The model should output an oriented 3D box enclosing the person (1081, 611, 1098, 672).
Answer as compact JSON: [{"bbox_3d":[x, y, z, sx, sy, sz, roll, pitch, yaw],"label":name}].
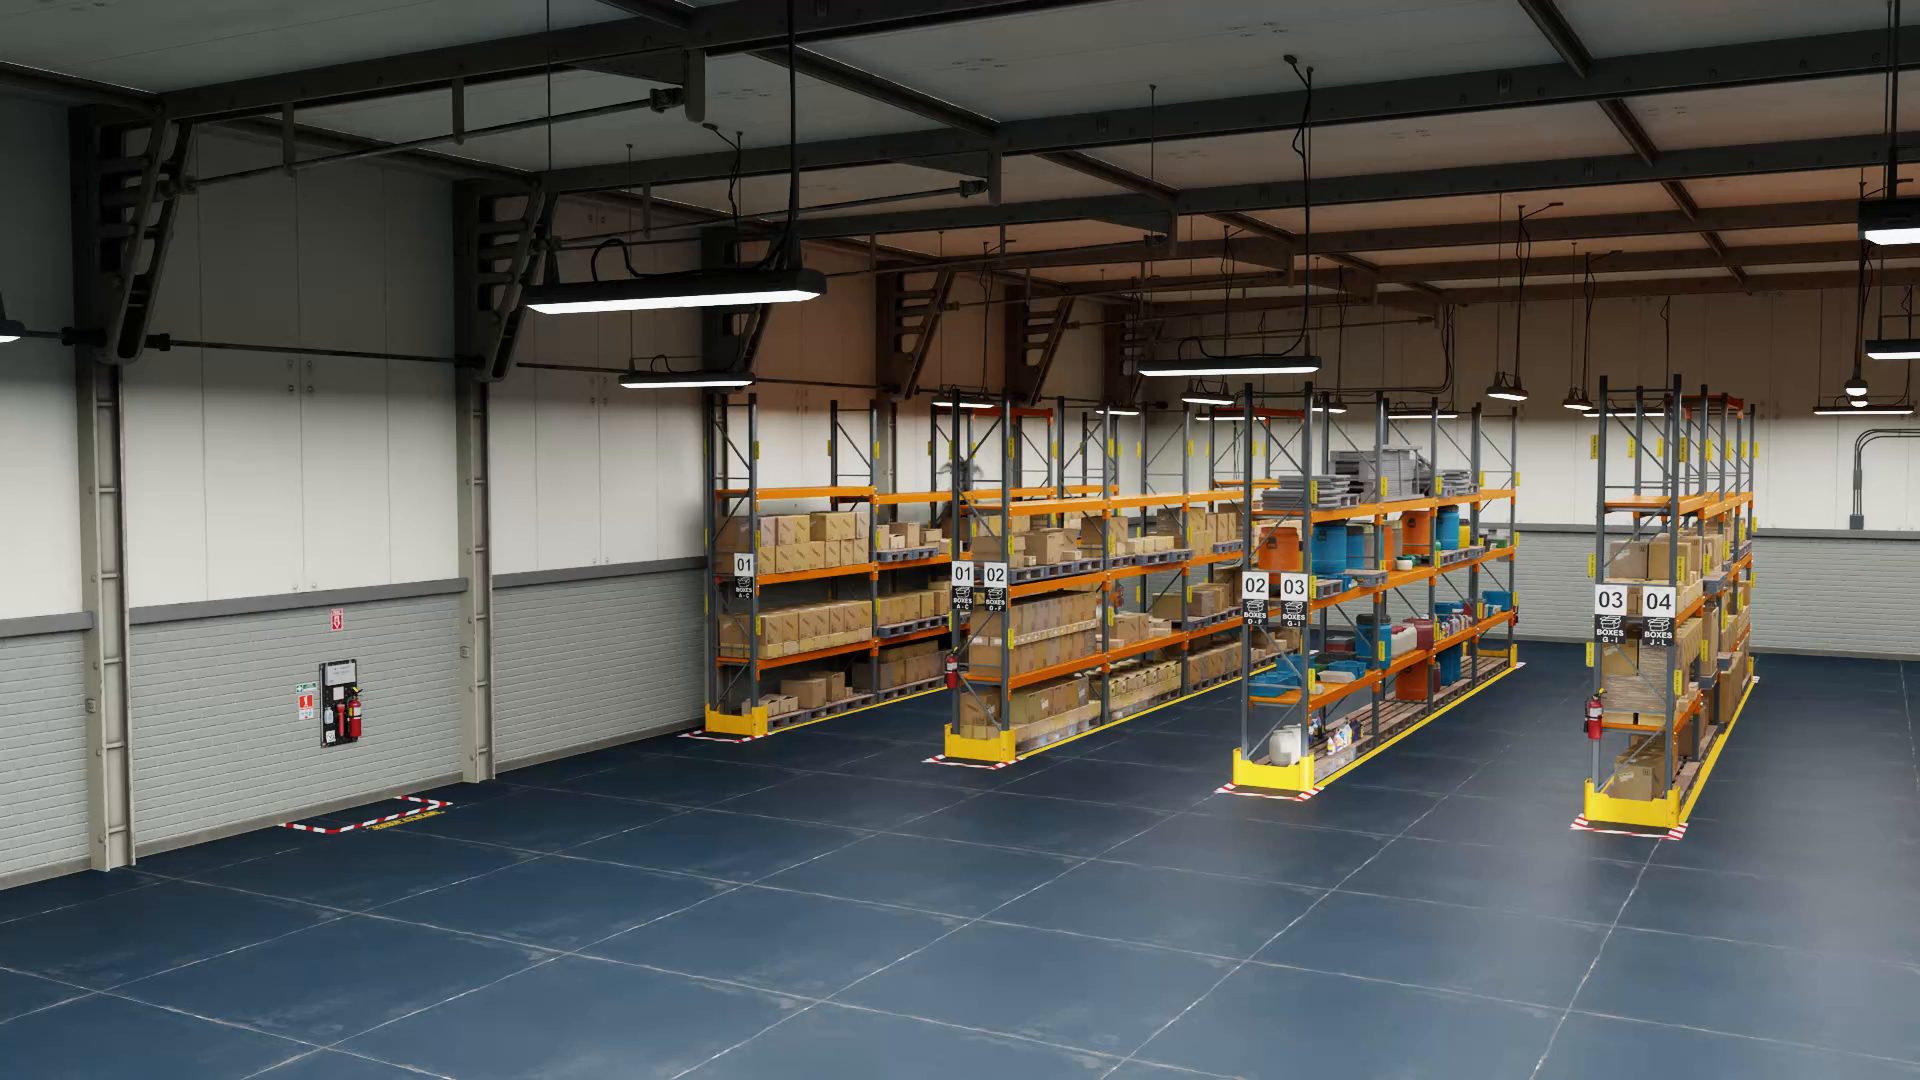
[{"bbox_3d":[2.908,2.140,37.733,0.468,1.710,0.791,1,3,19],"label":"person"}]
